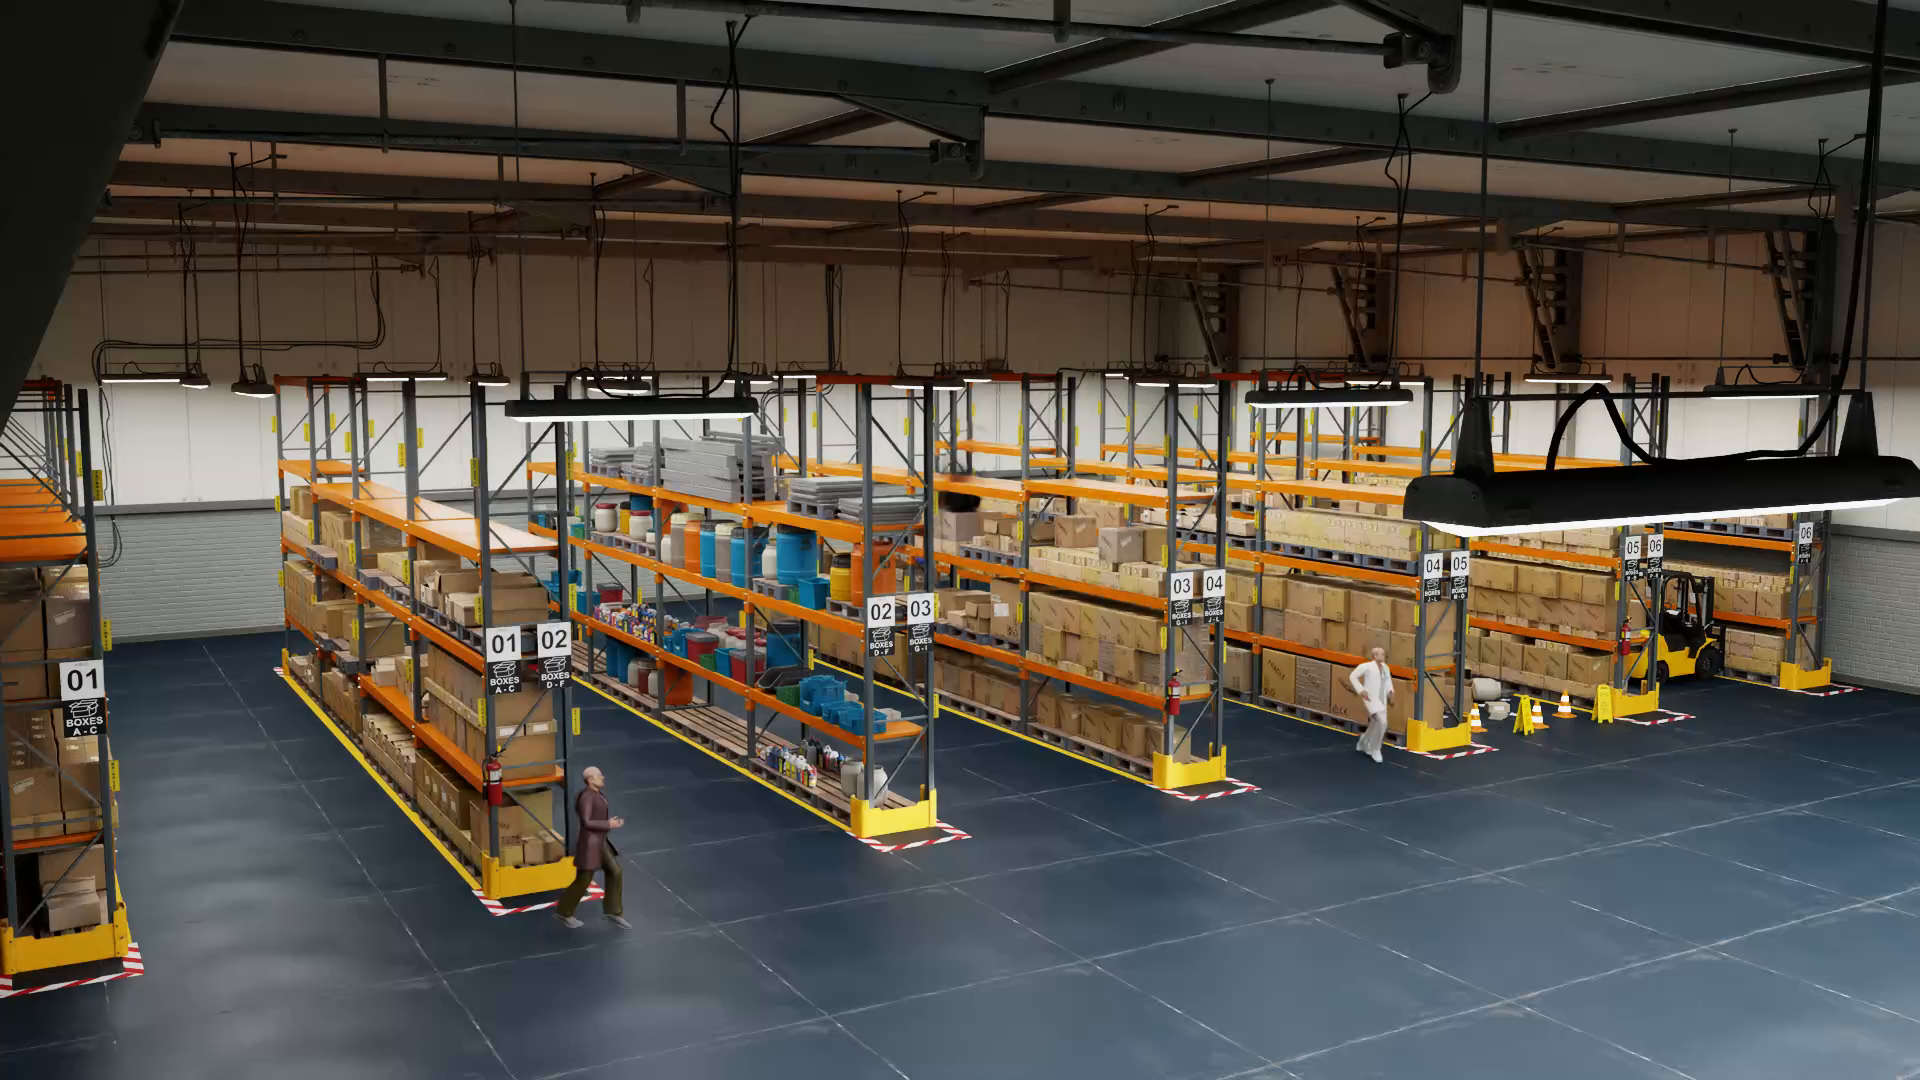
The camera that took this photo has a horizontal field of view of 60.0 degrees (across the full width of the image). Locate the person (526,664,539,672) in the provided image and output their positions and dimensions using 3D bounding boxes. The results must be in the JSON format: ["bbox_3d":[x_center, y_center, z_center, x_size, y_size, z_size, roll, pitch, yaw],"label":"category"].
[{"bbox_3d":[-7.363,2.348,28.769,0.640,1.679,0.596,-4,8,-34],"label":"person"}]

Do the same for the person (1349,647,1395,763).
[{"bbox_3d":[6.565,2.589,26.323,0.715,1.799,0.720,-4,8,-35],"label":"person"}]

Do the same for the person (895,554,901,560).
[{"bbox_3d":[-1.570,1.142,40.453,0.611,1.555,0.596,2,7,17],"label":"person"}]

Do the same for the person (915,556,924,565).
[{"bbox_3d":[-1.096,0.971,41.893,0.582,1.613,0.866,-2,7,-20],"label":"person"}]

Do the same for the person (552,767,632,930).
[{"bbox_3d":[-4.076,3.416,18.491,0.885,1.798,0.713,0,6,3],"label":"person"}]
